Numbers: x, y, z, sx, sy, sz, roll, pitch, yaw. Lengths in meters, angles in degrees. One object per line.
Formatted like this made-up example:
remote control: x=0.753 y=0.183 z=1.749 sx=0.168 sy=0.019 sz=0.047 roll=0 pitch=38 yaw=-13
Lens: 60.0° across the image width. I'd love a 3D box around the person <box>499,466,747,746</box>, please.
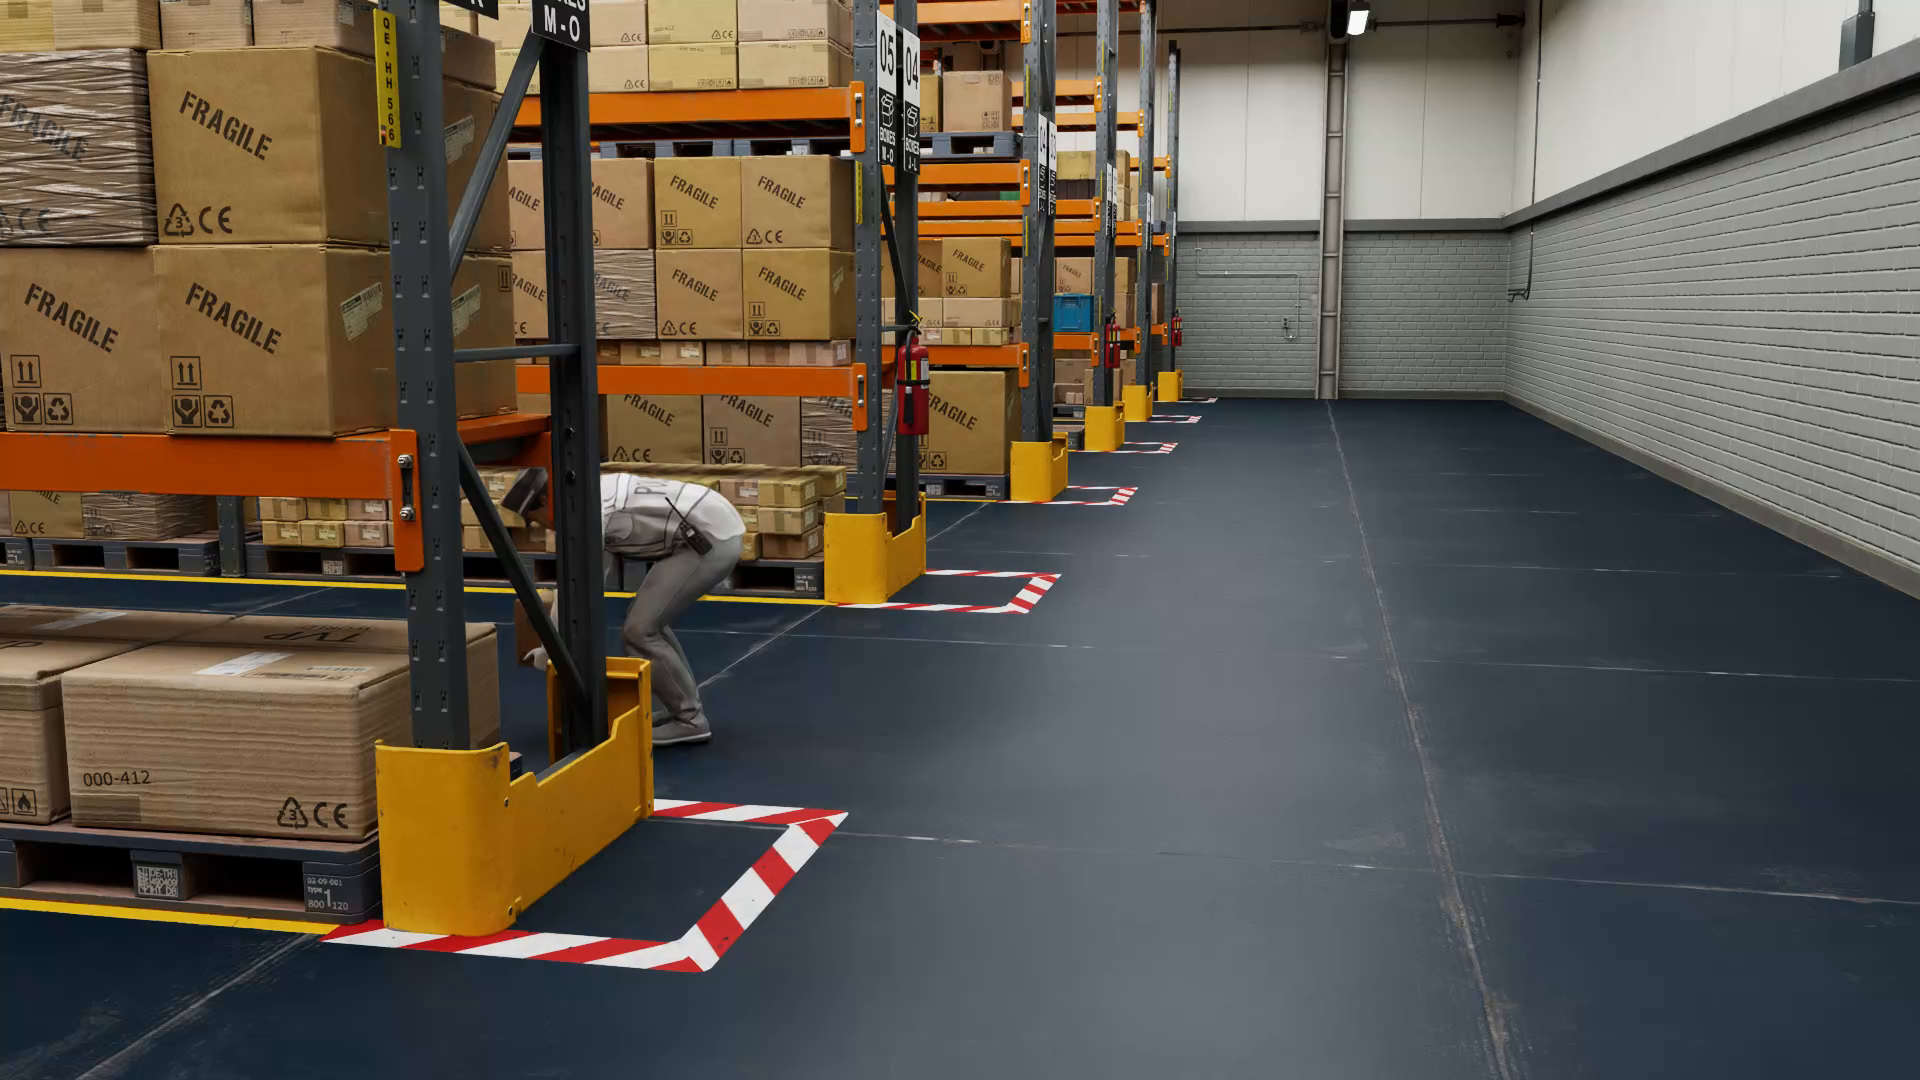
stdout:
person: x=-1.271 y=0.220 z=6.327 sx=0.920 sy=1.088 sz=0.444 roll=-1 pitch=8 yaw=-4
